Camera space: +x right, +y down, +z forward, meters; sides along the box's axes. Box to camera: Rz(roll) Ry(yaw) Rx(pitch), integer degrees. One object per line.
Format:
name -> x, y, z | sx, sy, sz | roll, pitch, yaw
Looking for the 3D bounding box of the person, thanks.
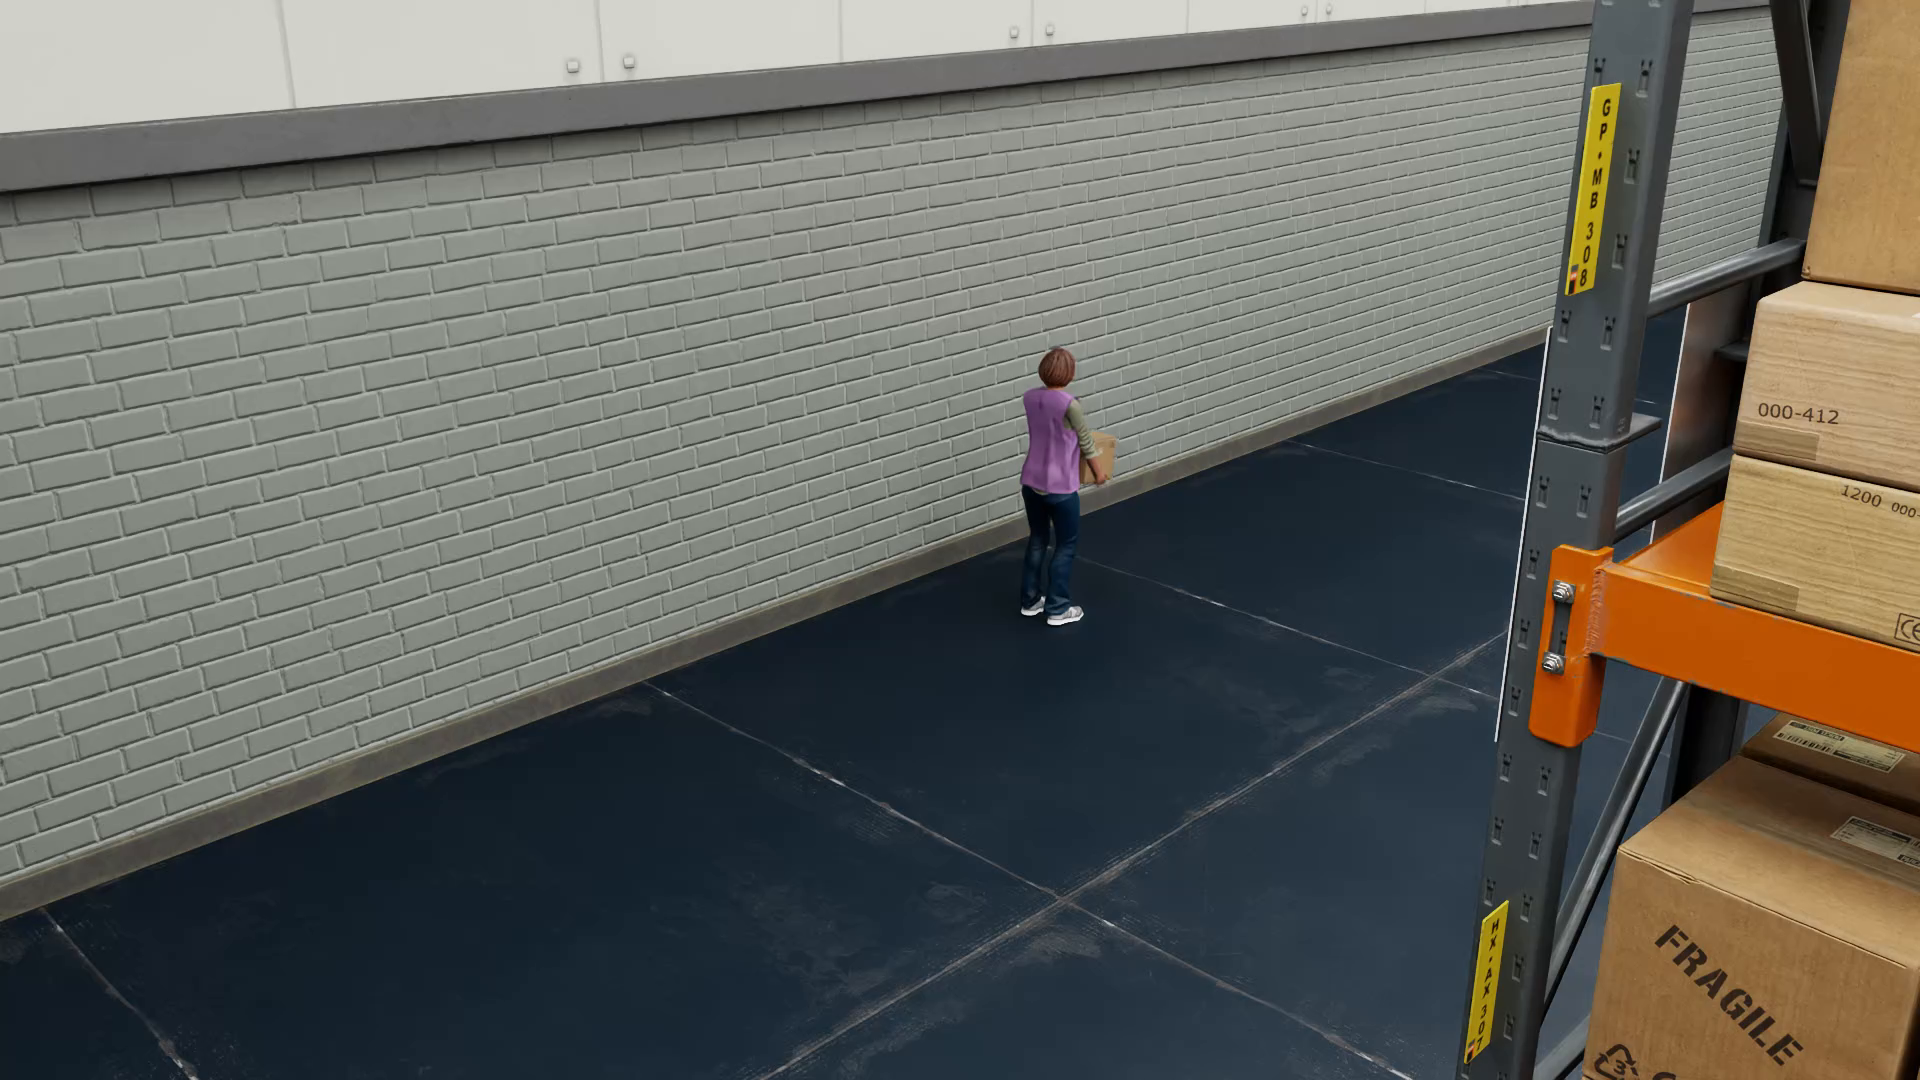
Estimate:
person -> 0.570, -0.316, 9.434 | 0.375, 1.596, 0.507 | 19, 28, 40
